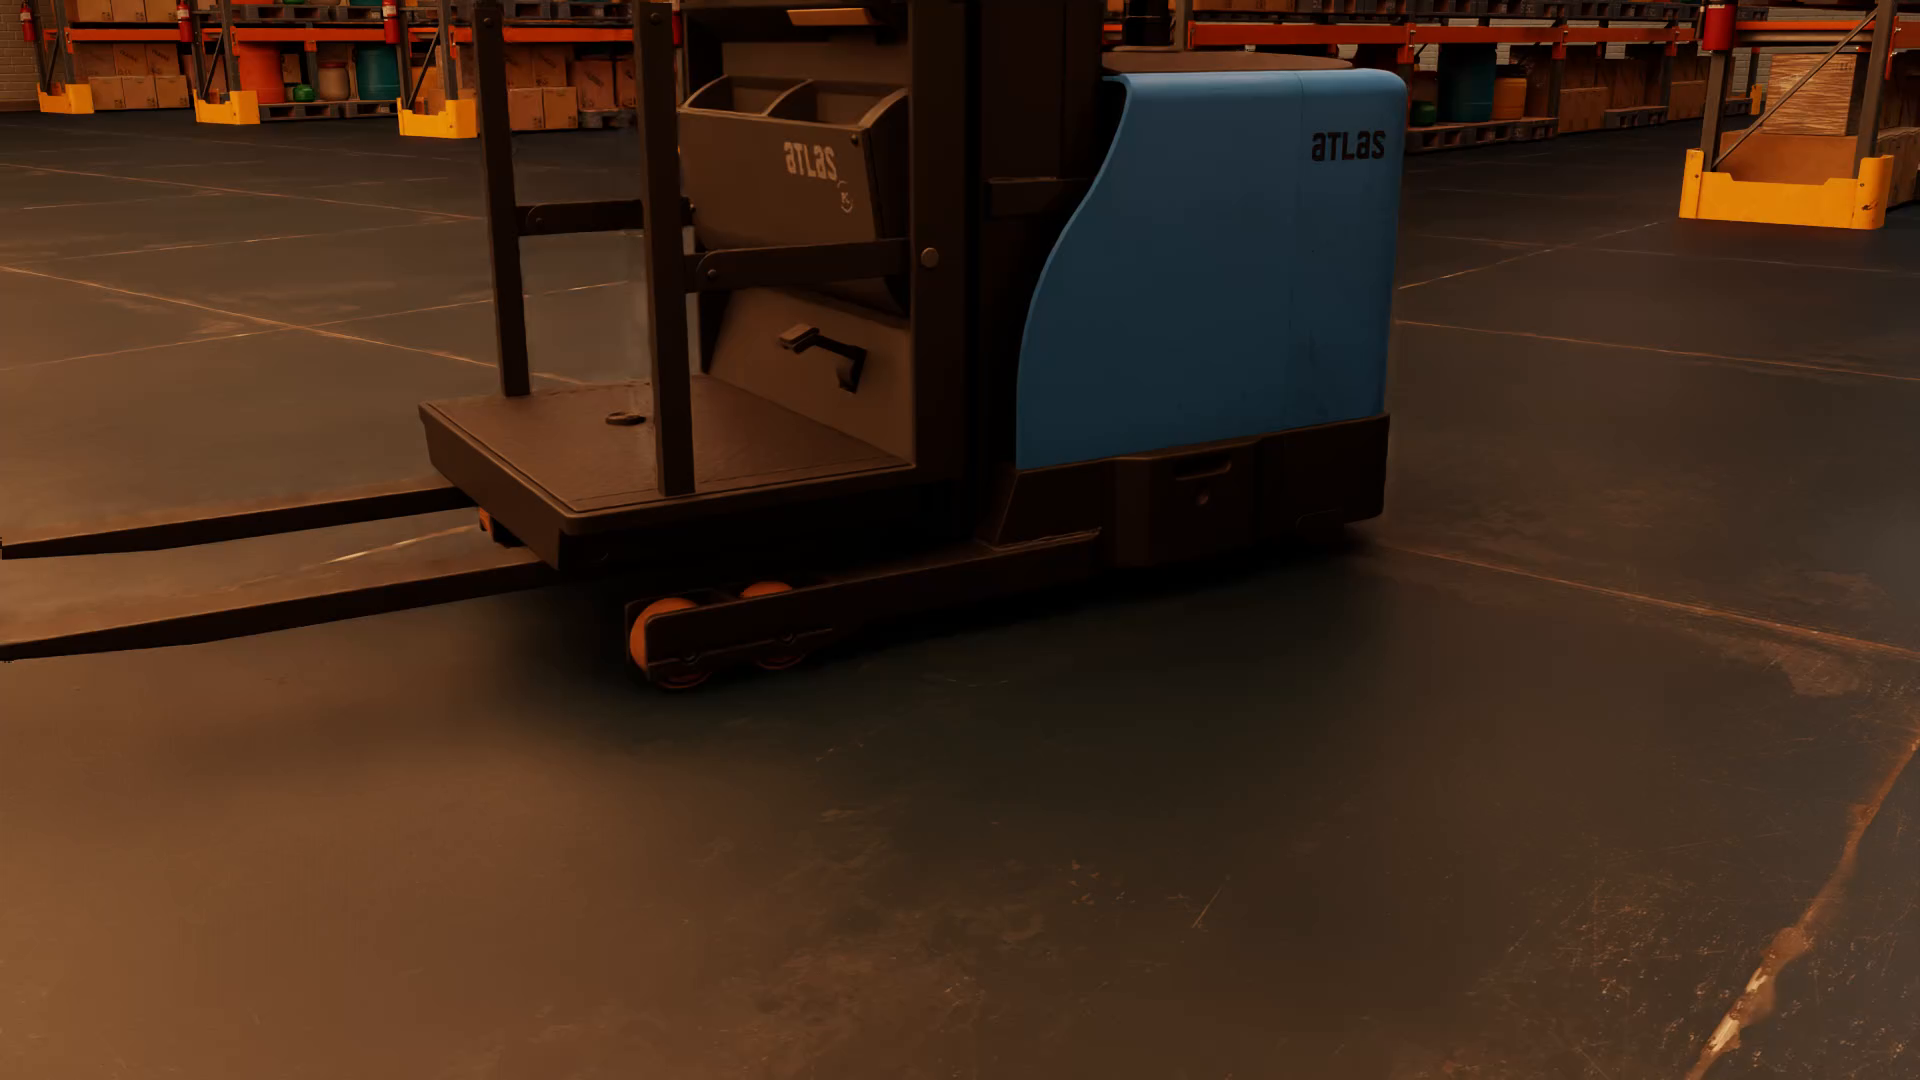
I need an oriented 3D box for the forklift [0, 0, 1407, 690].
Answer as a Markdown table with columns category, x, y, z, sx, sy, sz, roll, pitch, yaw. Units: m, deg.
| category | x | y | z | sx | sy | sz | roll | pitch | yaw |
| --- | --- | --- | --- | --- | --- | --- | --- | --- | --- |
| forklift | -0.532 | -1.304 | 3.191 | 3.031 | 2.935 | 1.130 | -10 | 19 | -29 |
